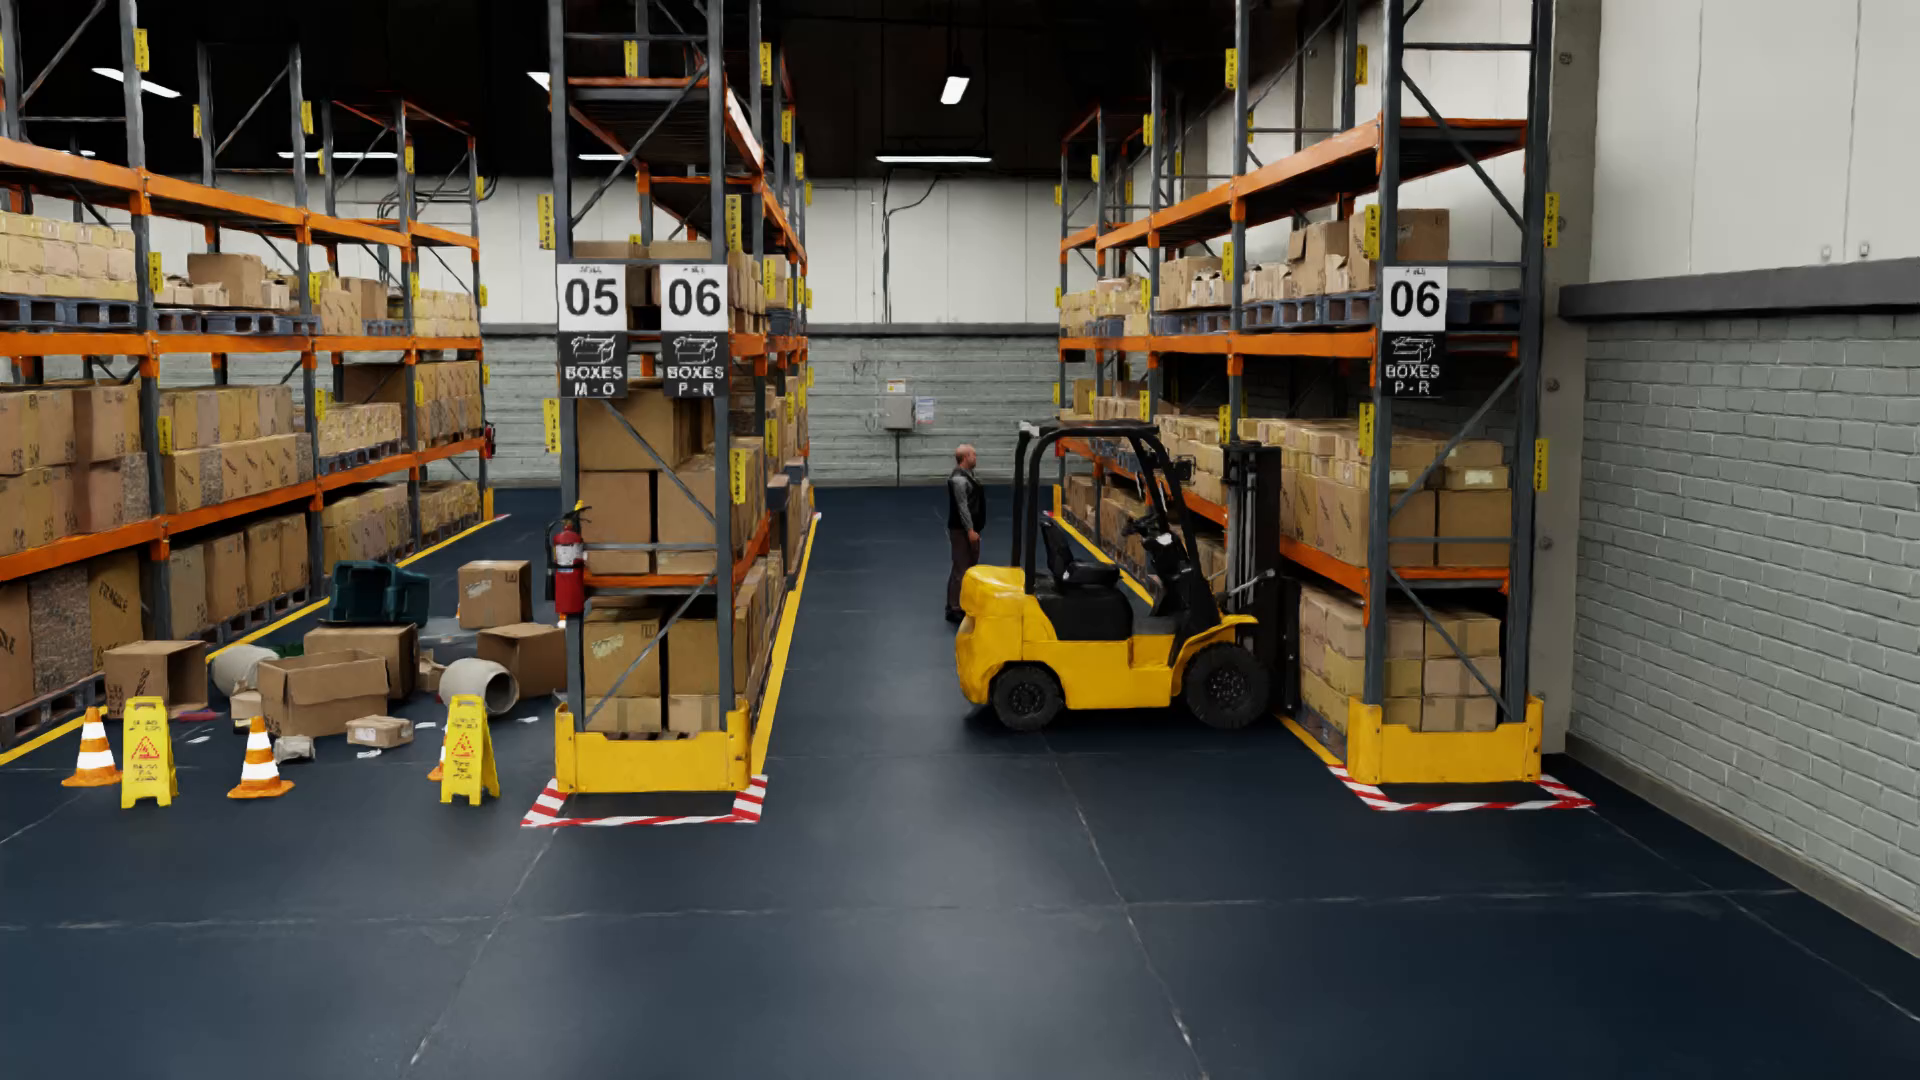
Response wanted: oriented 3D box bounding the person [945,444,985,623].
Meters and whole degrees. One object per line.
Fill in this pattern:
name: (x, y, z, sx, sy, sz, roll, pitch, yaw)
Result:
person: (0.066, -0.080, 16.320, 0.375, 1.727, 0.662, 1, 7, 11)
